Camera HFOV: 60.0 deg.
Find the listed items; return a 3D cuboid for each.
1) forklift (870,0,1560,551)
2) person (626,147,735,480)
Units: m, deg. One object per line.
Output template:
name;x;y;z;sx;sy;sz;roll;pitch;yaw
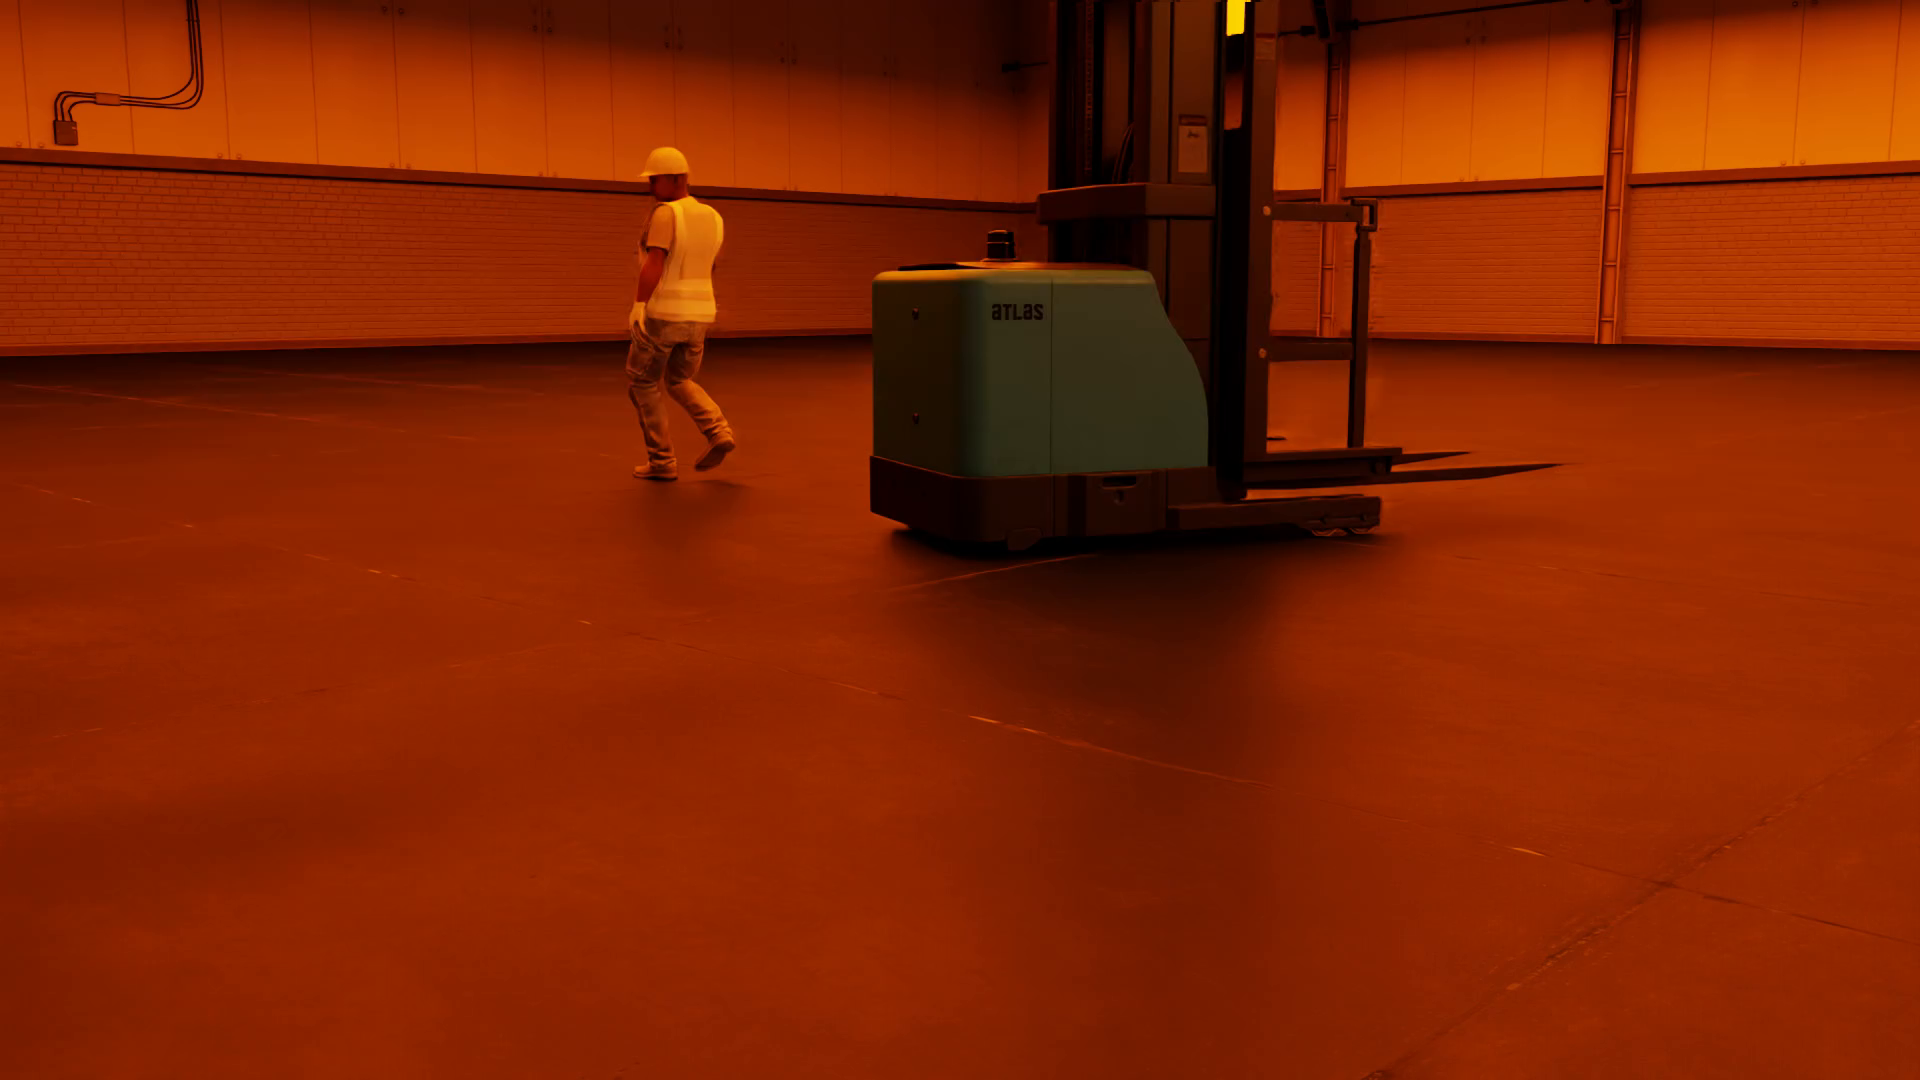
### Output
forklift;1.185;-1.526;7.011;3.031;2.935;1.130;-4;9;-23
person;-1.551;-1.179;8.748;0.583;1.731;0.747;7;11;39
